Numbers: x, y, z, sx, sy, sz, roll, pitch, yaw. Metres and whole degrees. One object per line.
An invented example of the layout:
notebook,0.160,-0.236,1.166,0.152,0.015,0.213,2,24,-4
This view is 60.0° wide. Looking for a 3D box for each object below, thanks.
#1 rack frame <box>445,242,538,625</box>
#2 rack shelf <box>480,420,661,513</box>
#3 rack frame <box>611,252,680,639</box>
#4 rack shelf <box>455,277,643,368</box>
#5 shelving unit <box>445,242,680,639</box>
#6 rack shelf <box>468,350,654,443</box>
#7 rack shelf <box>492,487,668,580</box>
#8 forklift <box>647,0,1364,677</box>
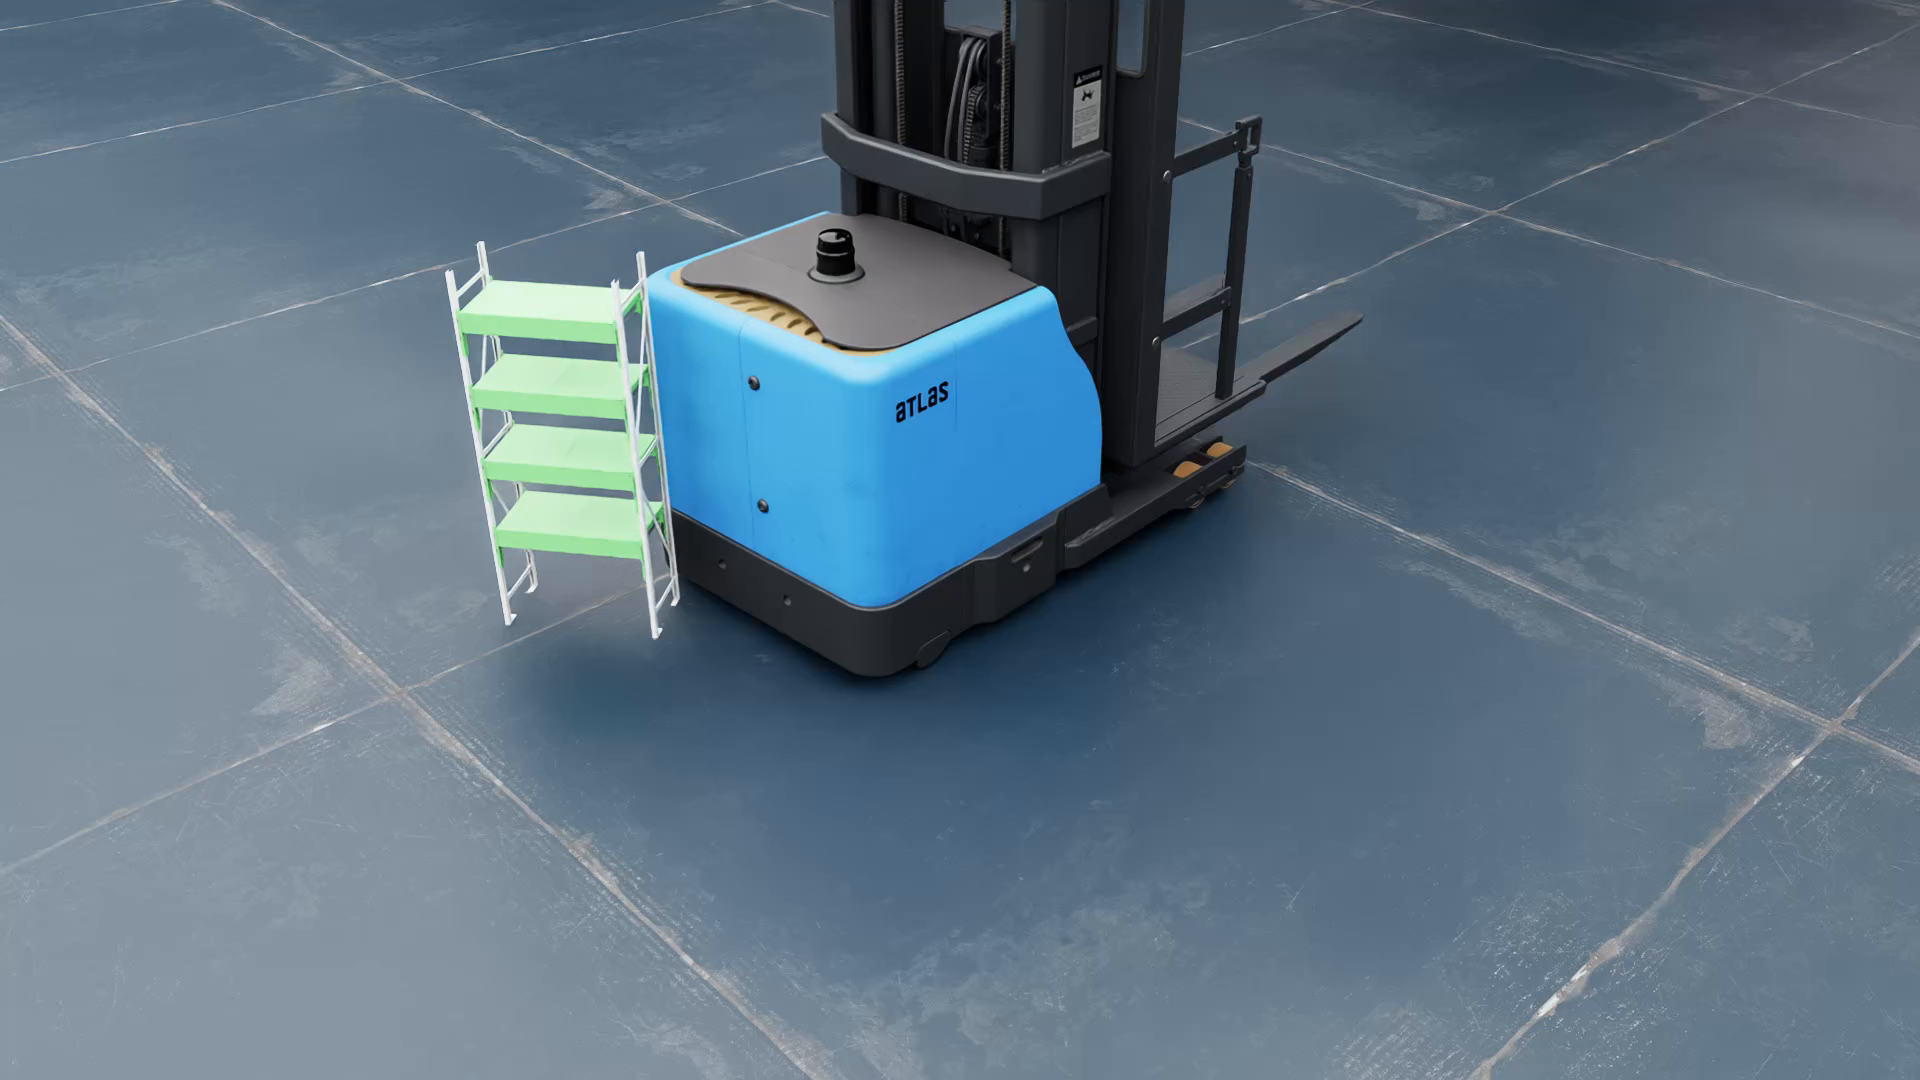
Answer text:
rack frame,-1.423,-0.302,5.093,0.015,1.200,0.240,5,32,8
rack shelf,-1.182,-0.227,5.093,0.480,0.148,0.258,5,32,8
rack frame,-0.941,-0.261,5.026,0.015,1.200,0.240,5,32,8
rack shelf,-1.182,-0.636,4.843,0.480,0.148,0.258,5,32,8
shelving unit,-1.182,-0.281,5.060,0.503,1.200,0.258,5,32,8
rack shelf,-1.182,-0.431,4.968,0.480,0.148,0.258,5,32,8
rack shelf,-1.182,-0.022,5.218,0.480,0.148,0.258,5,32,8
forklift,0.391,-1.524,5.432,1.130,2.935,3.031,26,40,35
